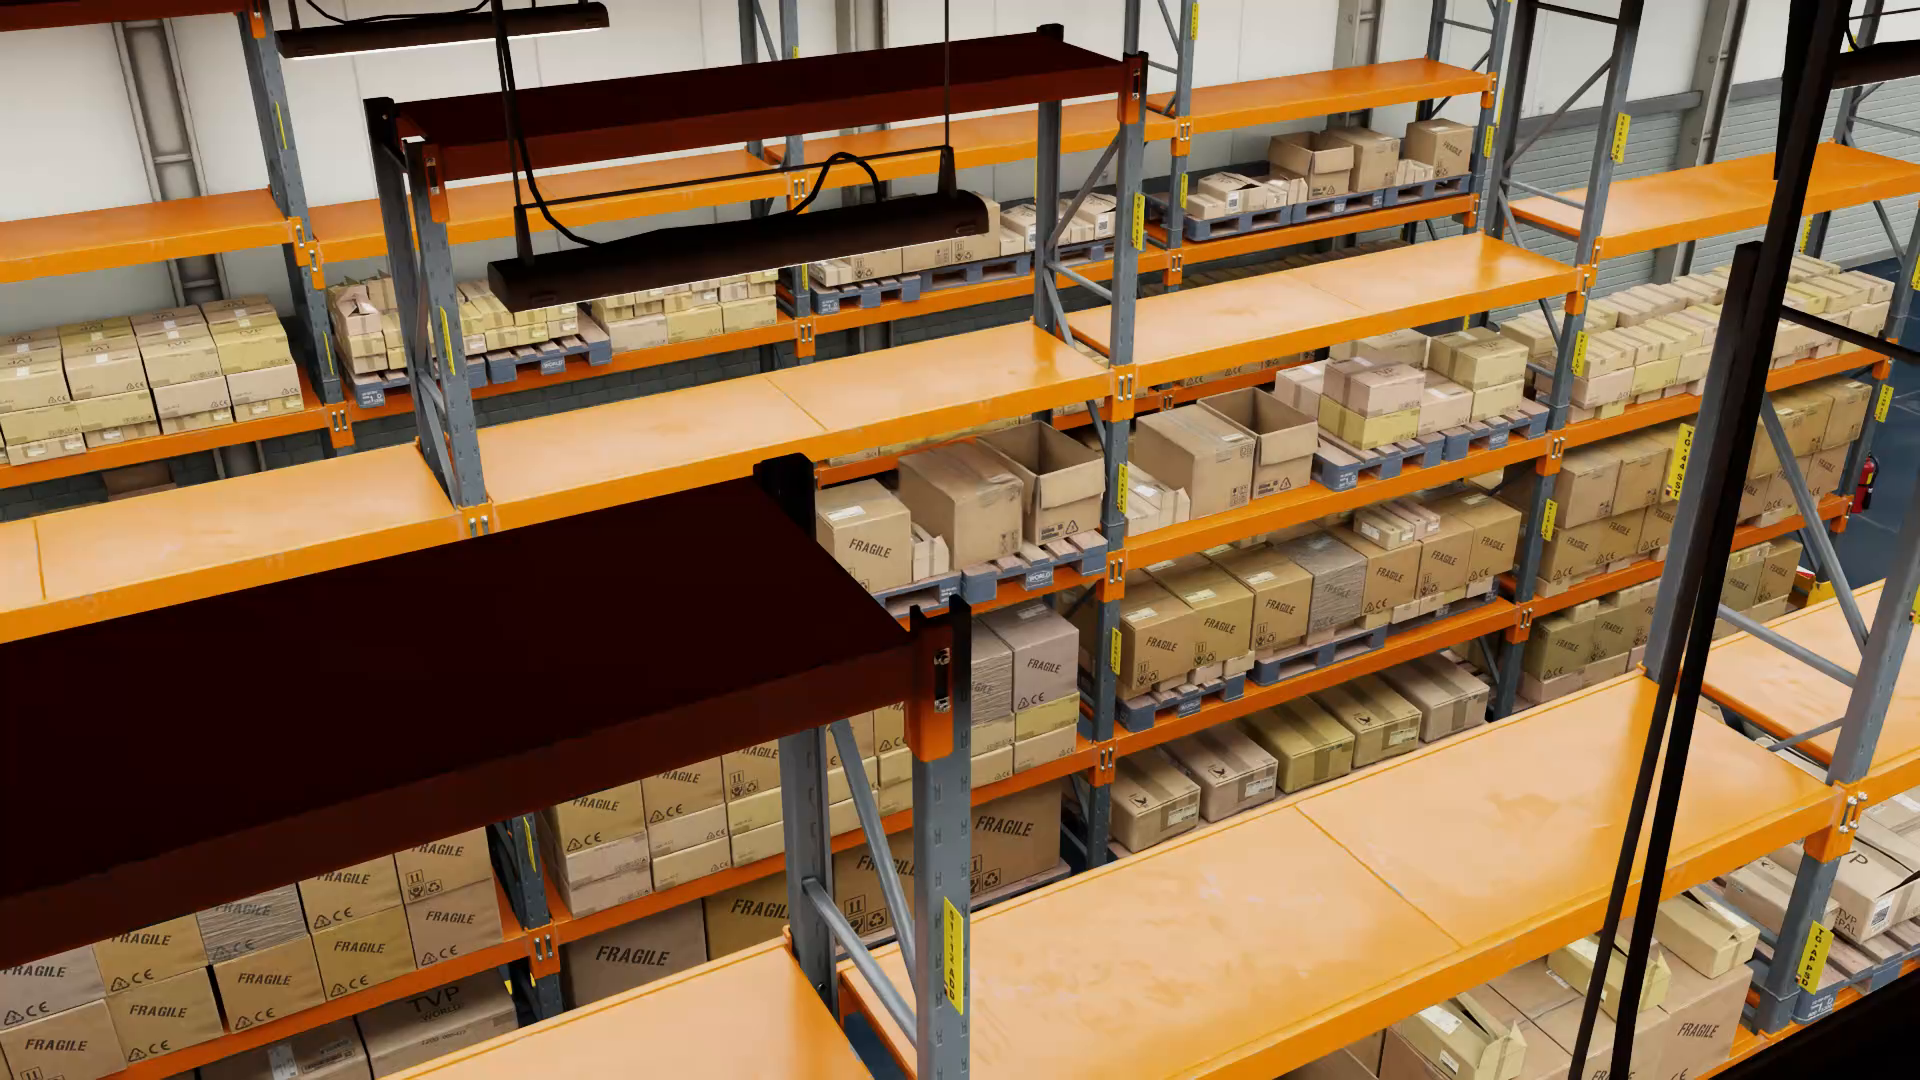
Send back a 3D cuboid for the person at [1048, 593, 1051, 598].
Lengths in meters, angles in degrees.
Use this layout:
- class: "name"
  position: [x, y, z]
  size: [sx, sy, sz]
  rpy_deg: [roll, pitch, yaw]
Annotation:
- class: "person"
  position: [0.841, -0.099, 15.425]
  size: [0.994, 1.582, 0.434]
  rpy_deg: [-21, 35, -35]
